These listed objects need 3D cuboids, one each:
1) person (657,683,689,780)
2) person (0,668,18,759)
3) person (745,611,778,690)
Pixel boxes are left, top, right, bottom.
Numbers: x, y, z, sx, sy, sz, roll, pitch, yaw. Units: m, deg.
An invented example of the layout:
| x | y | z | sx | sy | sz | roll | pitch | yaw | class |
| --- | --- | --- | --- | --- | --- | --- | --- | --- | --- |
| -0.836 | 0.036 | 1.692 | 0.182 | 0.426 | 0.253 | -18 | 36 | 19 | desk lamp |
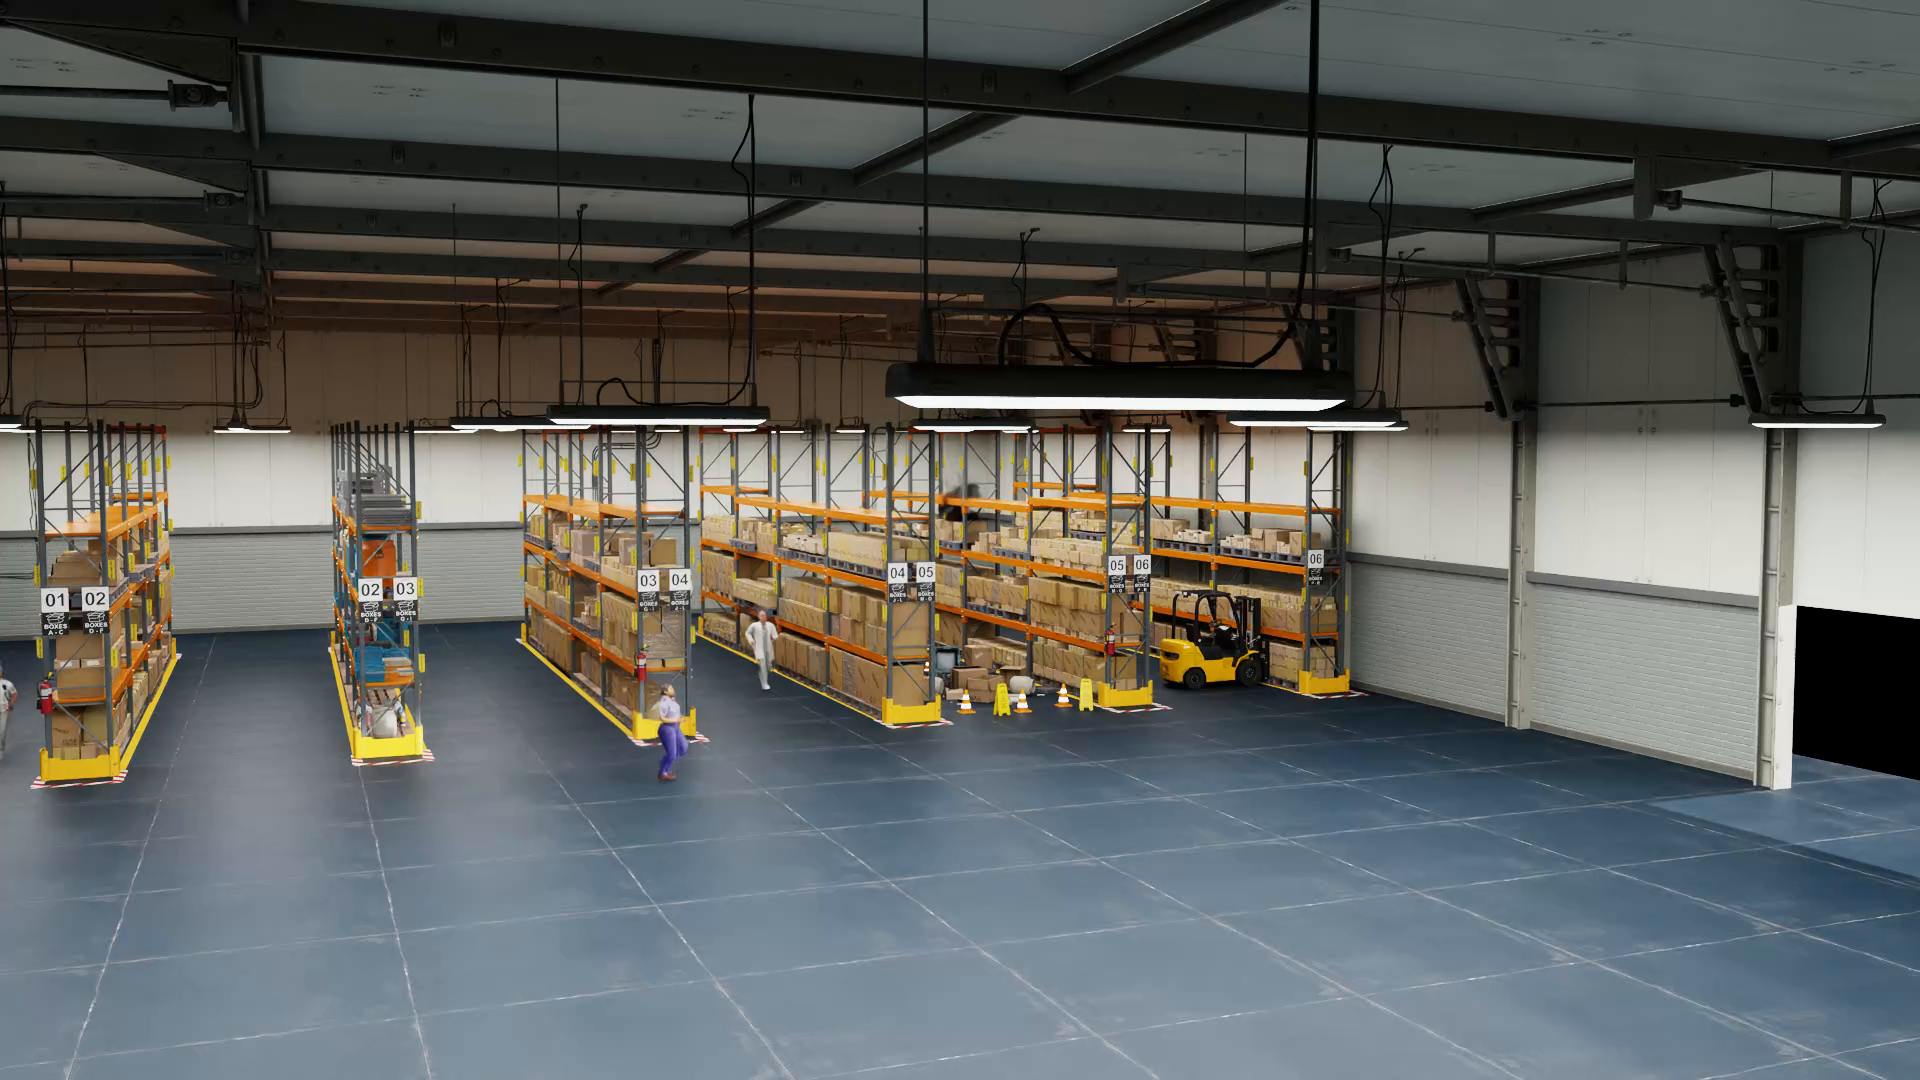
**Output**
| x | y | z | sx | sy | sz | roll | pitch | yaw | class |
| --- | --- | --- | --- | --- | --- | --- | --- | --- | --- |
| -4.774 | 3.180 | 27.684 | 0.550 | 1.603 | 0.594 | 1 | 4 | 9 | person |
| -17.166 | 3.069 | 29.698 | 0.615 | 1.630 | 0.587 | -2 | 4 | -24 | person |
| -4.468 | 2.485 | 37.673 | 0.719 | 1.752 | 0.979 | -2 | 4 | -25 | person |
